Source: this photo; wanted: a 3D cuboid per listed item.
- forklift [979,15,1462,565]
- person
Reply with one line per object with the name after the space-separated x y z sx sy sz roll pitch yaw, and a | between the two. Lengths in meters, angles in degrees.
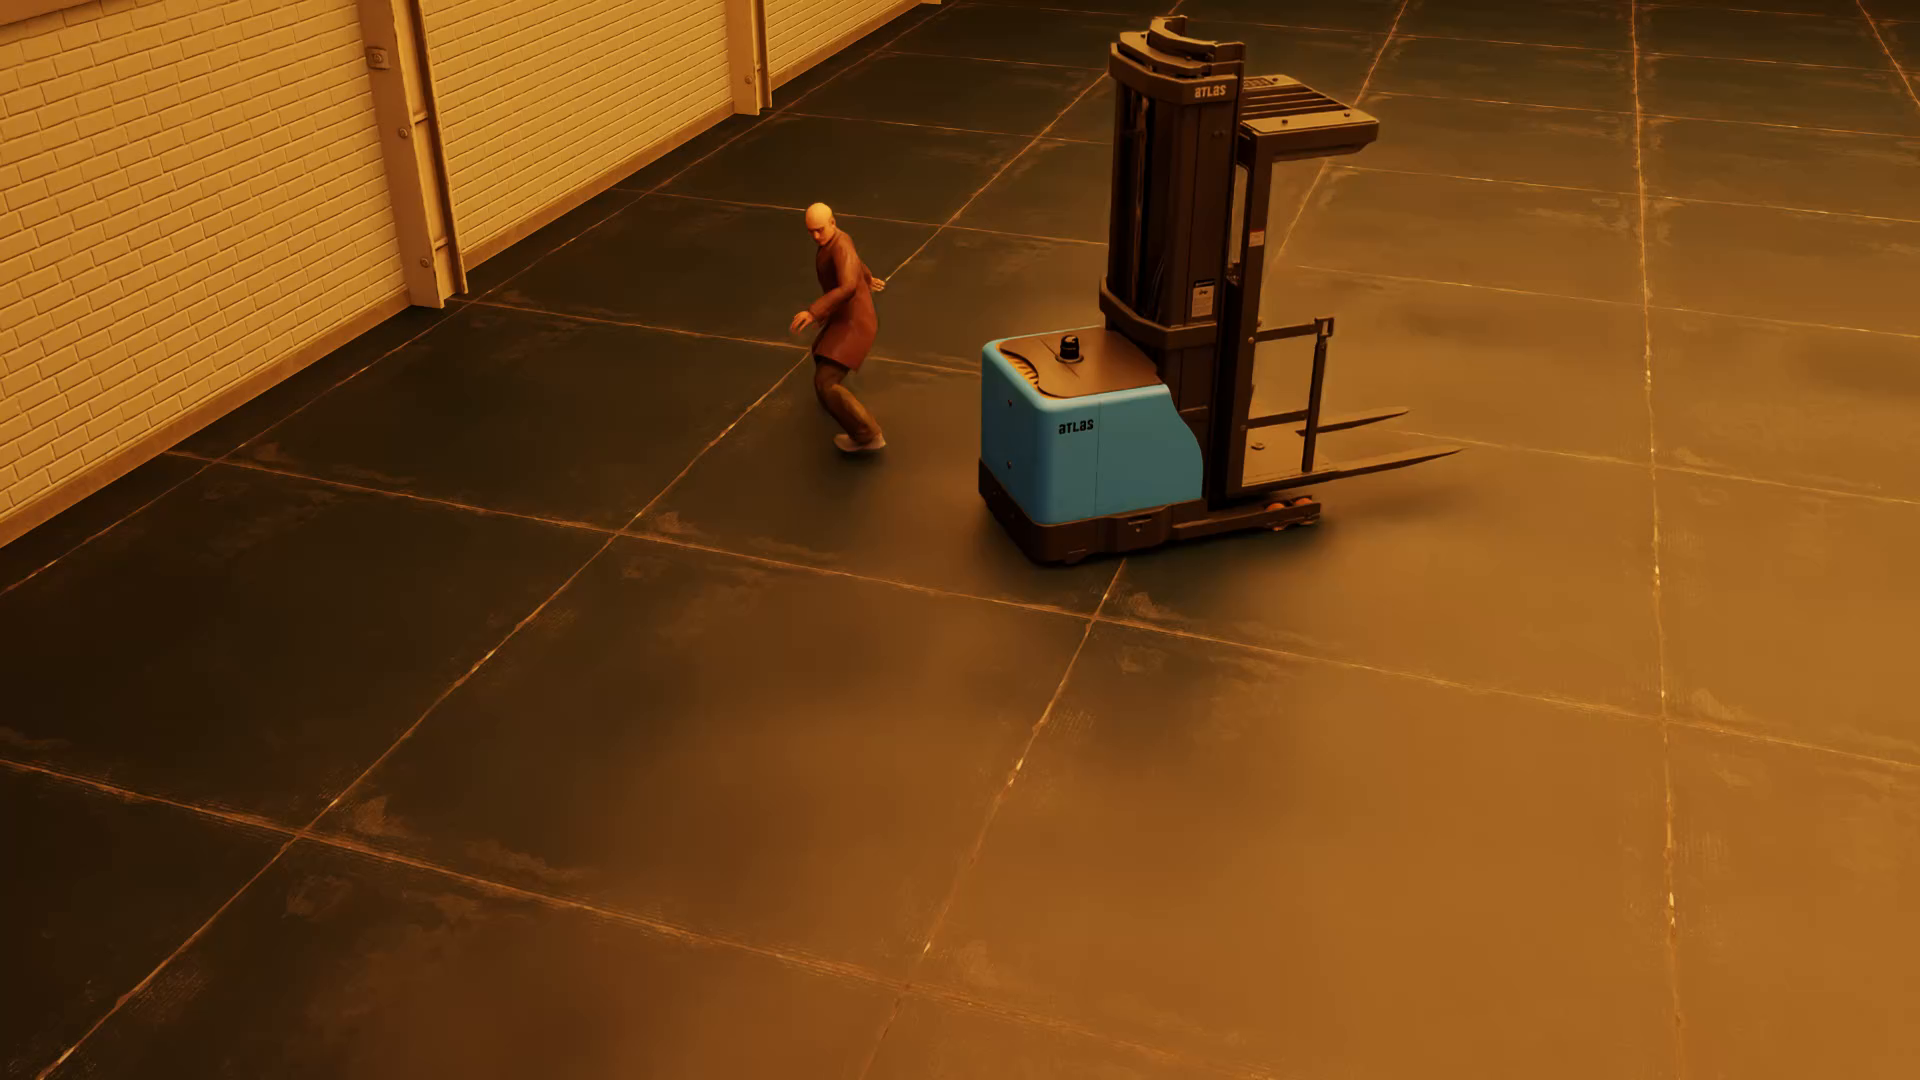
1.691 -1.566 9.884 3.031 2.935 1.130 -10 31 -17 | forklift
-0.797 -1.419 11.086 0.602 1.739 1.143 -1 30 -2 | person
